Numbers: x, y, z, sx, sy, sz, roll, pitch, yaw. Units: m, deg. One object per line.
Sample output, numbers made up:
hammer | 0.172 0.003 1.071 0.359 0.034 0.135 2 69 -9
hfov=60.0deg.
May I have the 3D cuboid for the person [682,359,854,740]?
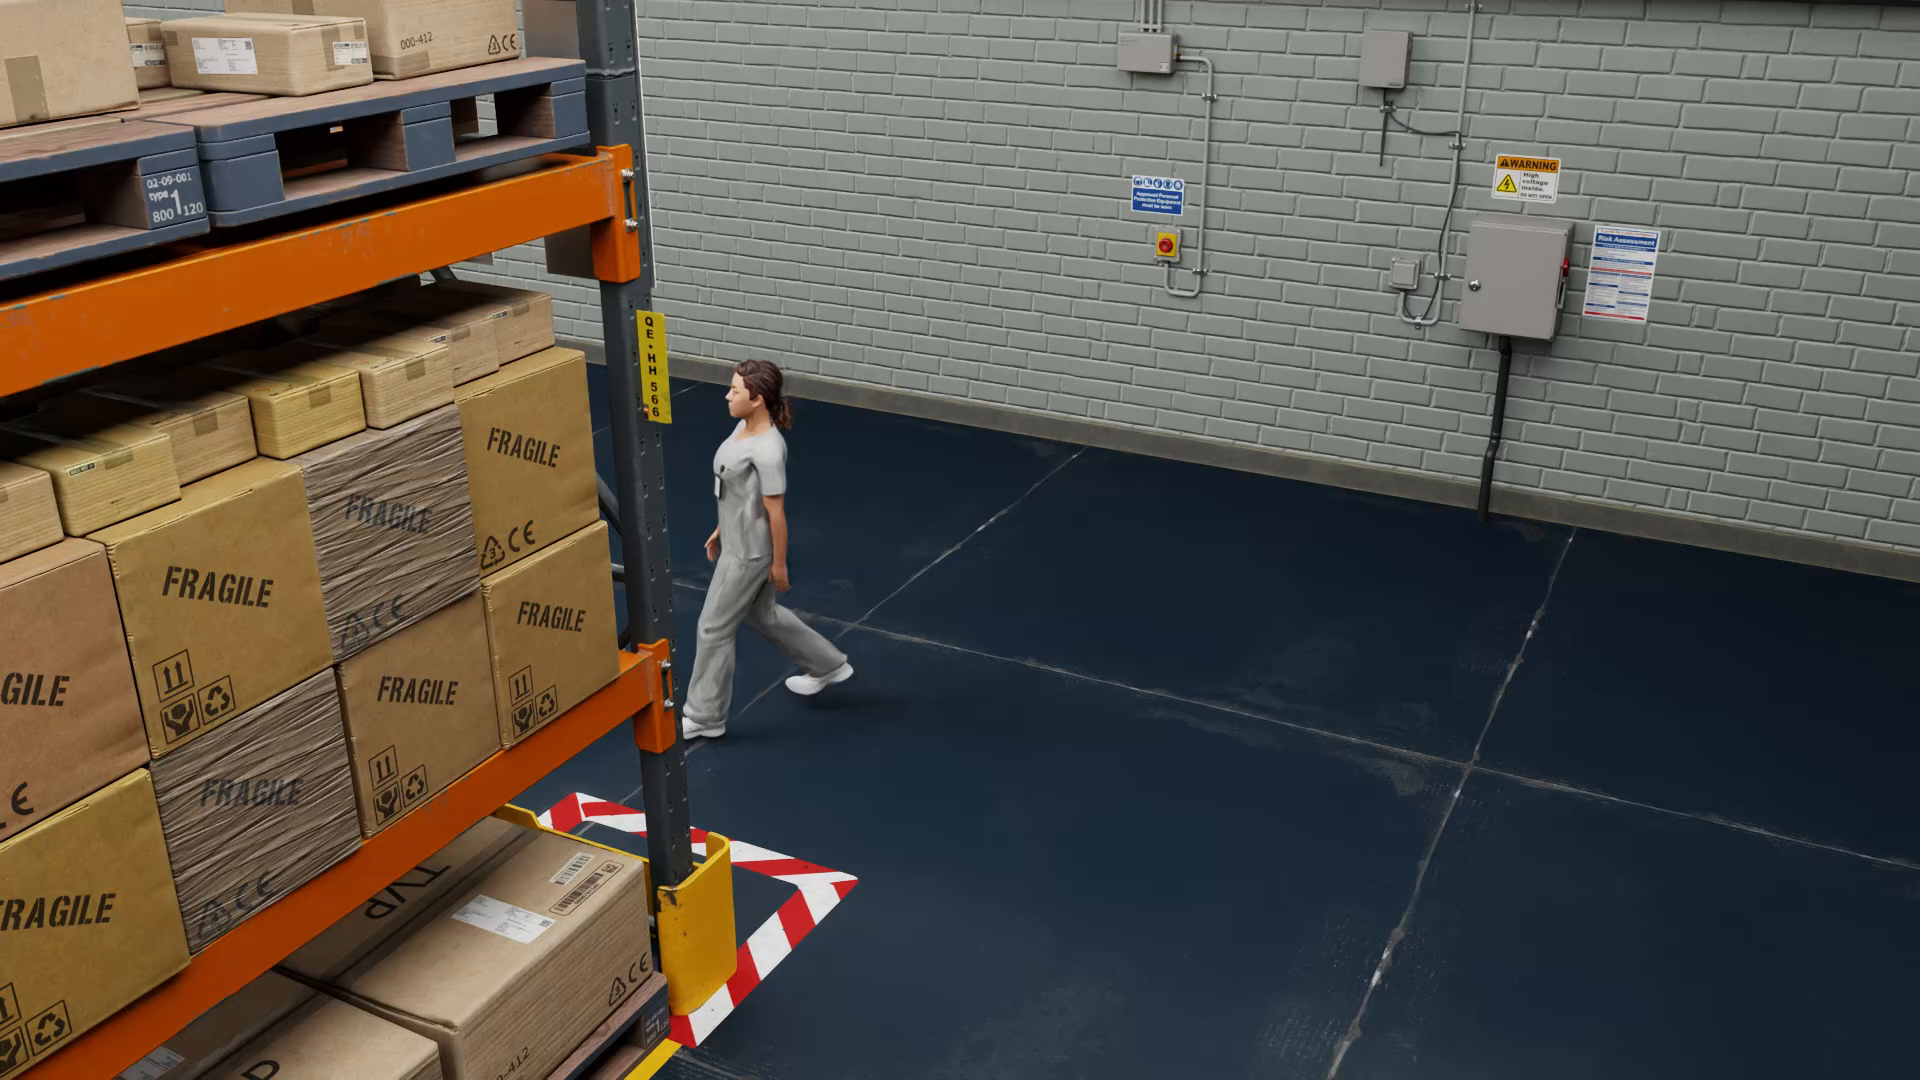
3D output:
person | -0.899 0.030 7.037 0.900 1.634 0.449 -6 23 -13
